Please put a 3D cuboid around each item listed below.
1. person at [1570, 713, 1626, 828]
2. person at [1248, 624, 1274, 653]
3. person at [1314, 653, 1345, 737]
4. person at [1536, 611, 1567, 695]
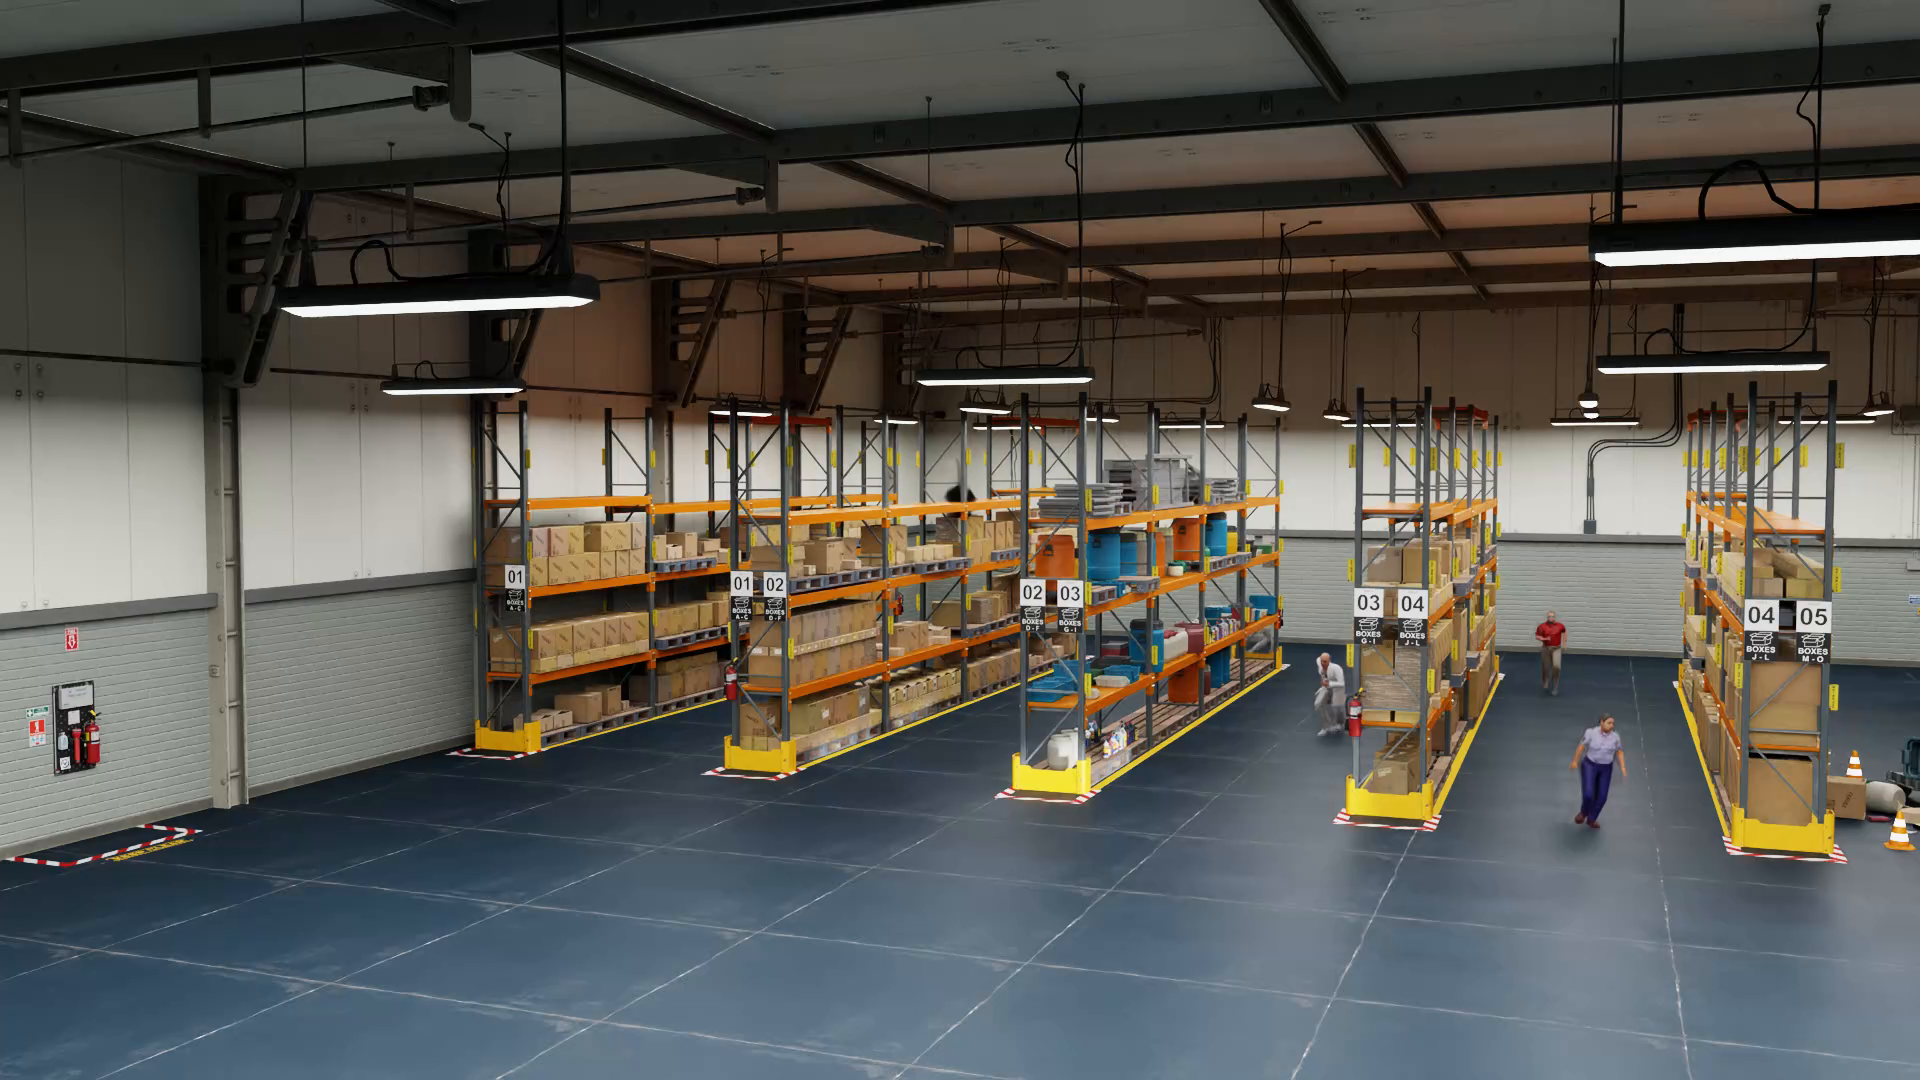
[{"bbox_3d":[8.643,3.111,22.459,0.603,1.603,0.601,0,3,-2],"label":"person"},{"bbox_3d":[7.511,2.185,40.997,0.840,1.668,0.609,1,3,19],"label":"person"},{"bbox_3d":[6.763,2.784,30.138,0.699,1.566,1.235,2,4,38],"label":"person"},{"bbox_3d":[12.633,2.419,35.532,0.650,1.797,0.871,1,3,16],"label":"person"}]
